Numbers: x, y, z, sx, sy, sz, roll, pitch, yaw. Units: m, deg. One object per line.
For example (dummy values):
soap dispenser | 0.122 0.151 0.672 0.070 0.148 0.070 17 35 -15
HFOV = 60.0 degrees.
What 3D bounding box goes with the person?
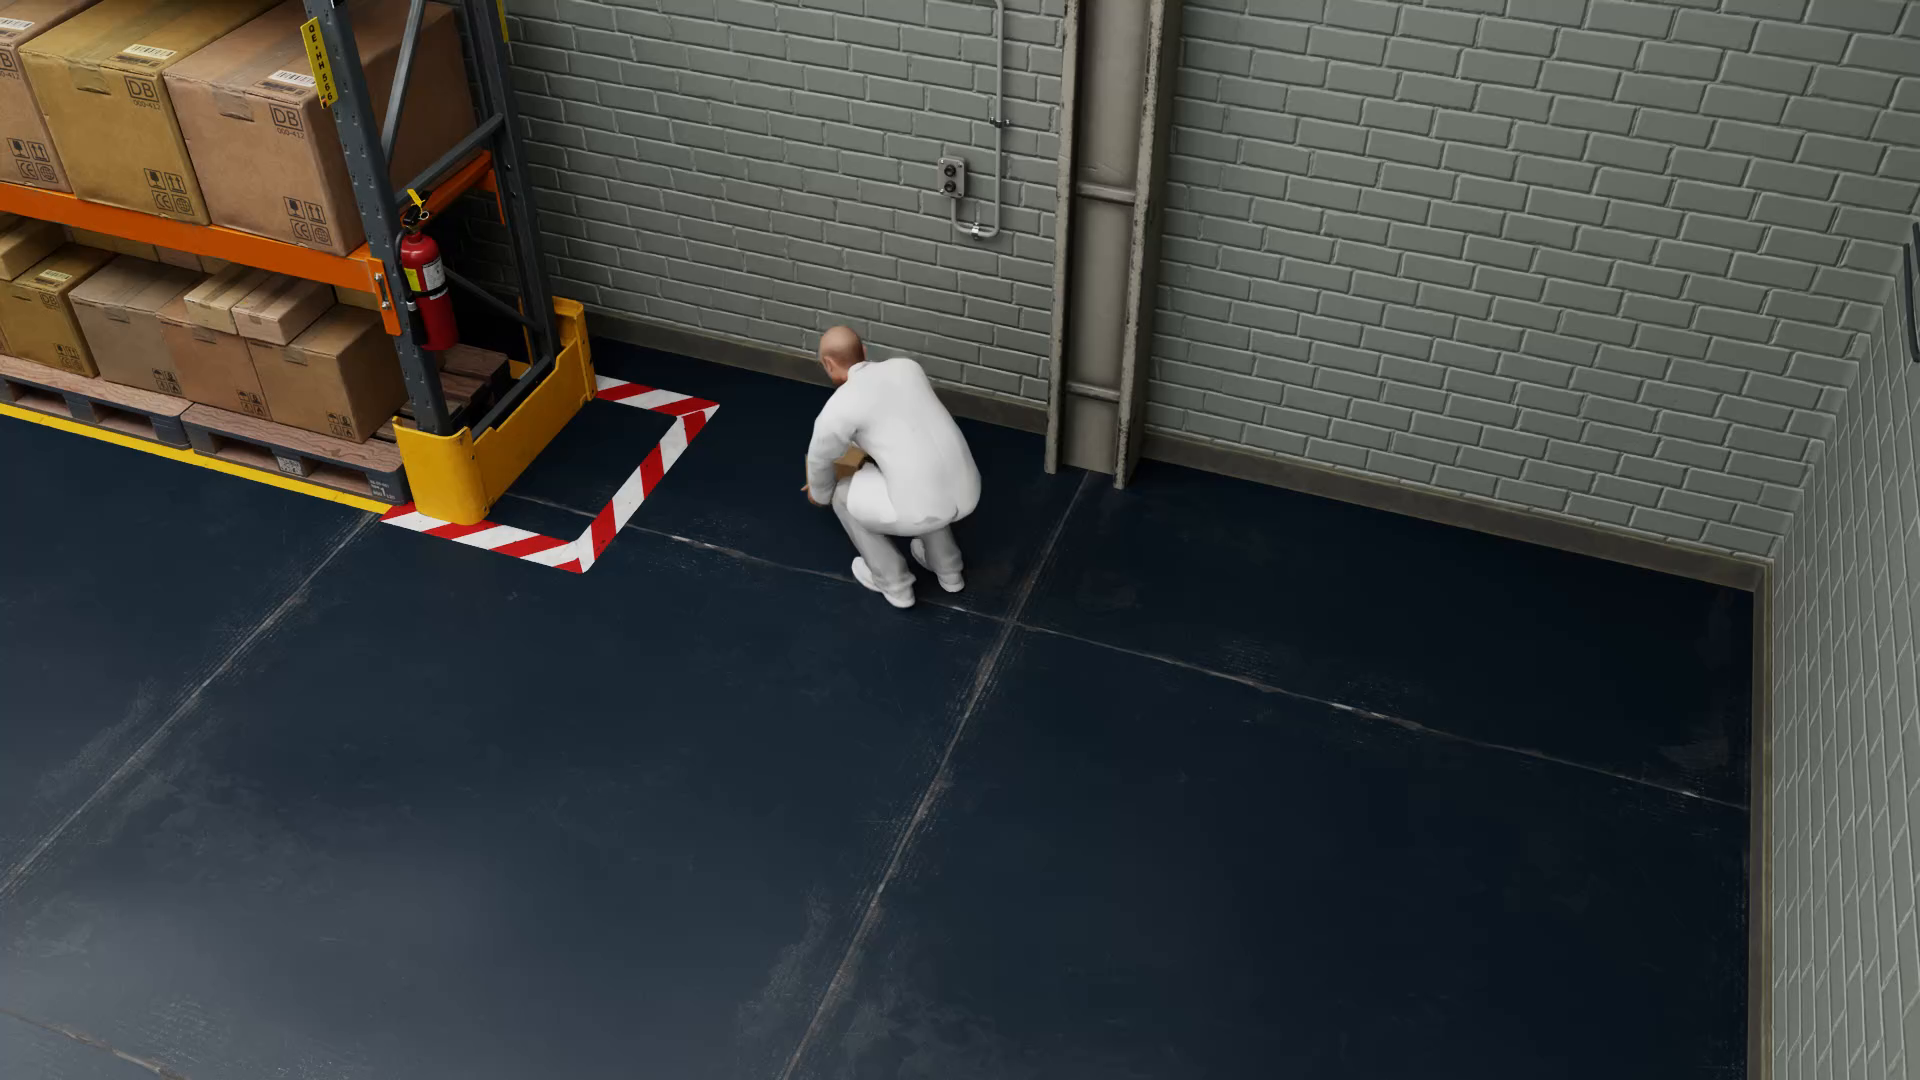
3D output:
person | -0.287 -0.285 6.991 0.617 1.134 0.861 -26 47 -27
